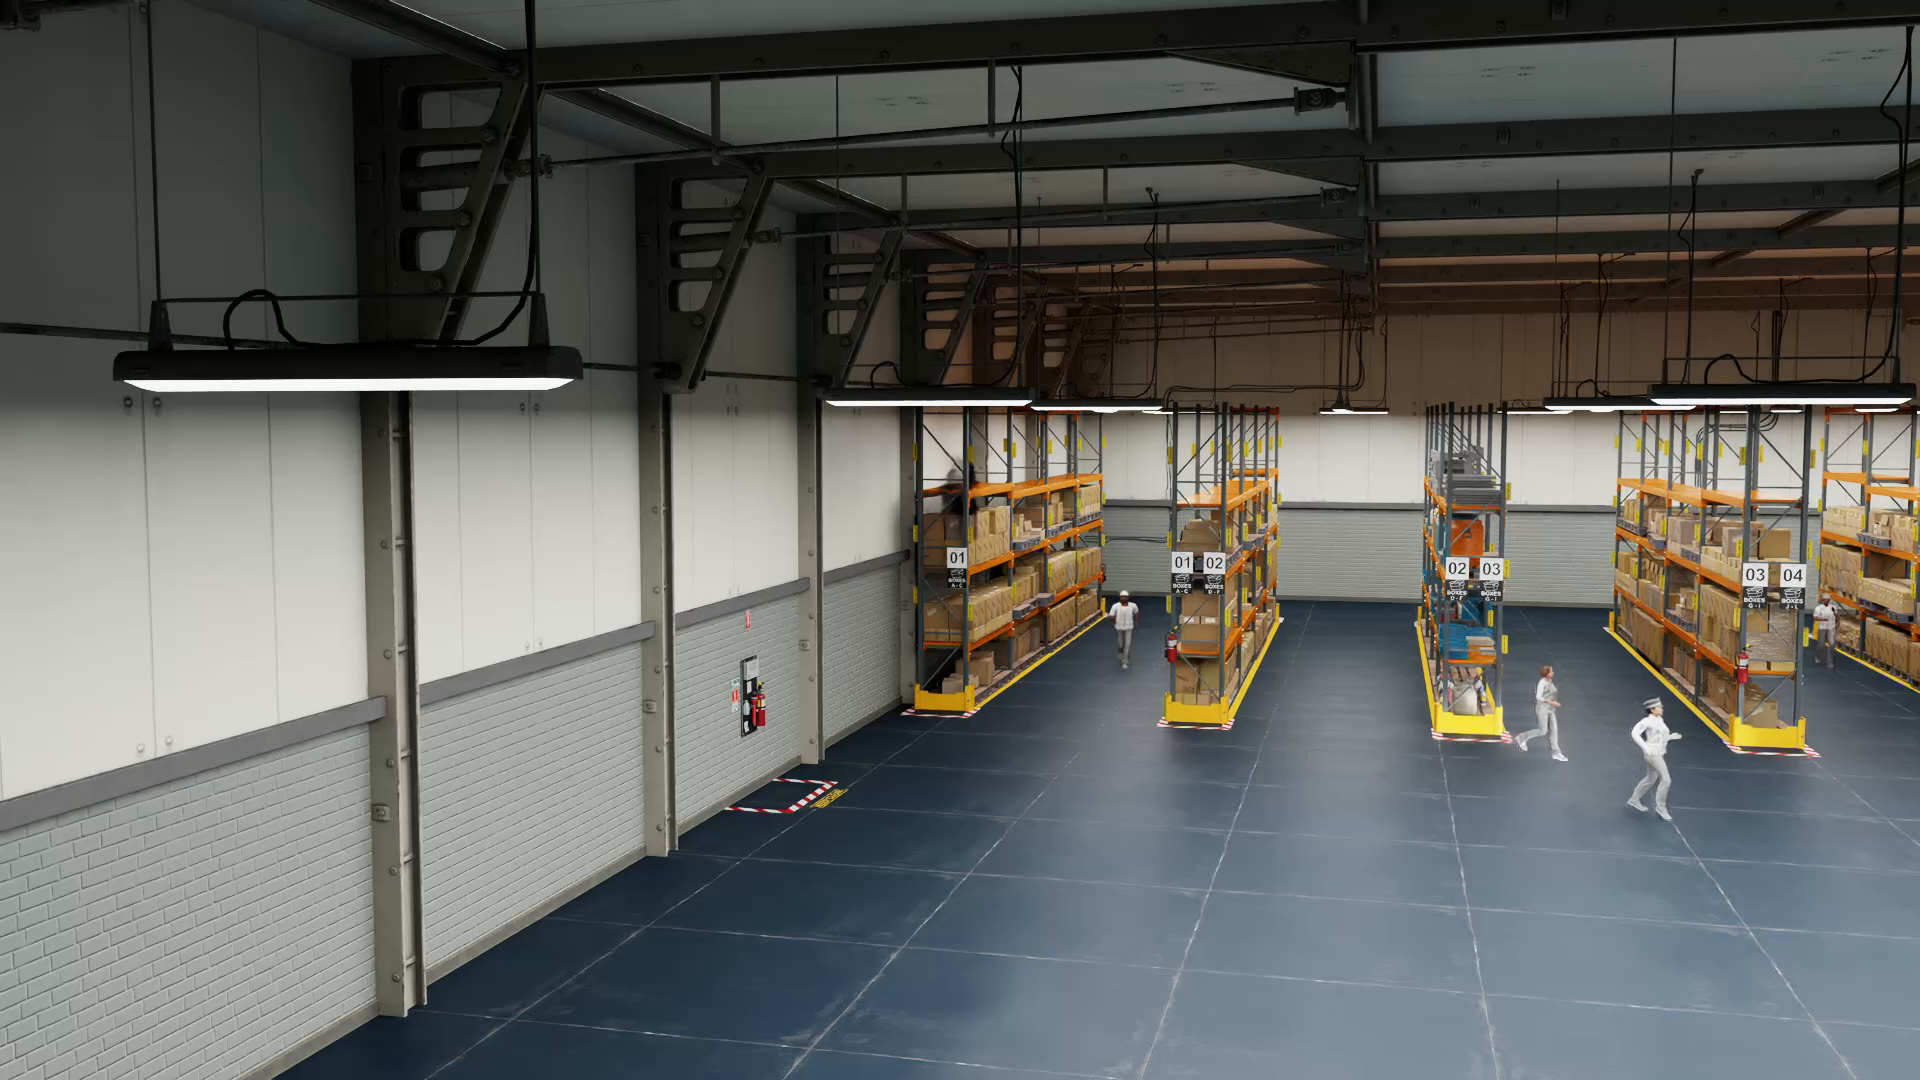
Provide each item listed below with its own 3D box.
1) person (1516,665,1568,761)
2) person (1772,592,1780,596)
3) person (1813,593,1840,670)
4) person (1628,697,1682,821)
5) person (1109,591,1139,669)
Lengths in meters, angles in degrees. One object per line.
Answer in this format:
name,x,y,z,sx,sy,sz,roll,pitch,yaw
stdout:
person,9.774,2.872,27.787,0.824,1.592,0.555,4,5,40
person,20.866,1.730,42.890,0.789,1.724,0.731,3,5,32
person,19.885,2.073,38.156,0.583,1.726,0.866,1,4,17
person,9.939,3.118,23.815,0.709,1.752,0.593,3,5,37
person,3.757,2.030,38.017,0.699,1.747,0.923,0,4,3
